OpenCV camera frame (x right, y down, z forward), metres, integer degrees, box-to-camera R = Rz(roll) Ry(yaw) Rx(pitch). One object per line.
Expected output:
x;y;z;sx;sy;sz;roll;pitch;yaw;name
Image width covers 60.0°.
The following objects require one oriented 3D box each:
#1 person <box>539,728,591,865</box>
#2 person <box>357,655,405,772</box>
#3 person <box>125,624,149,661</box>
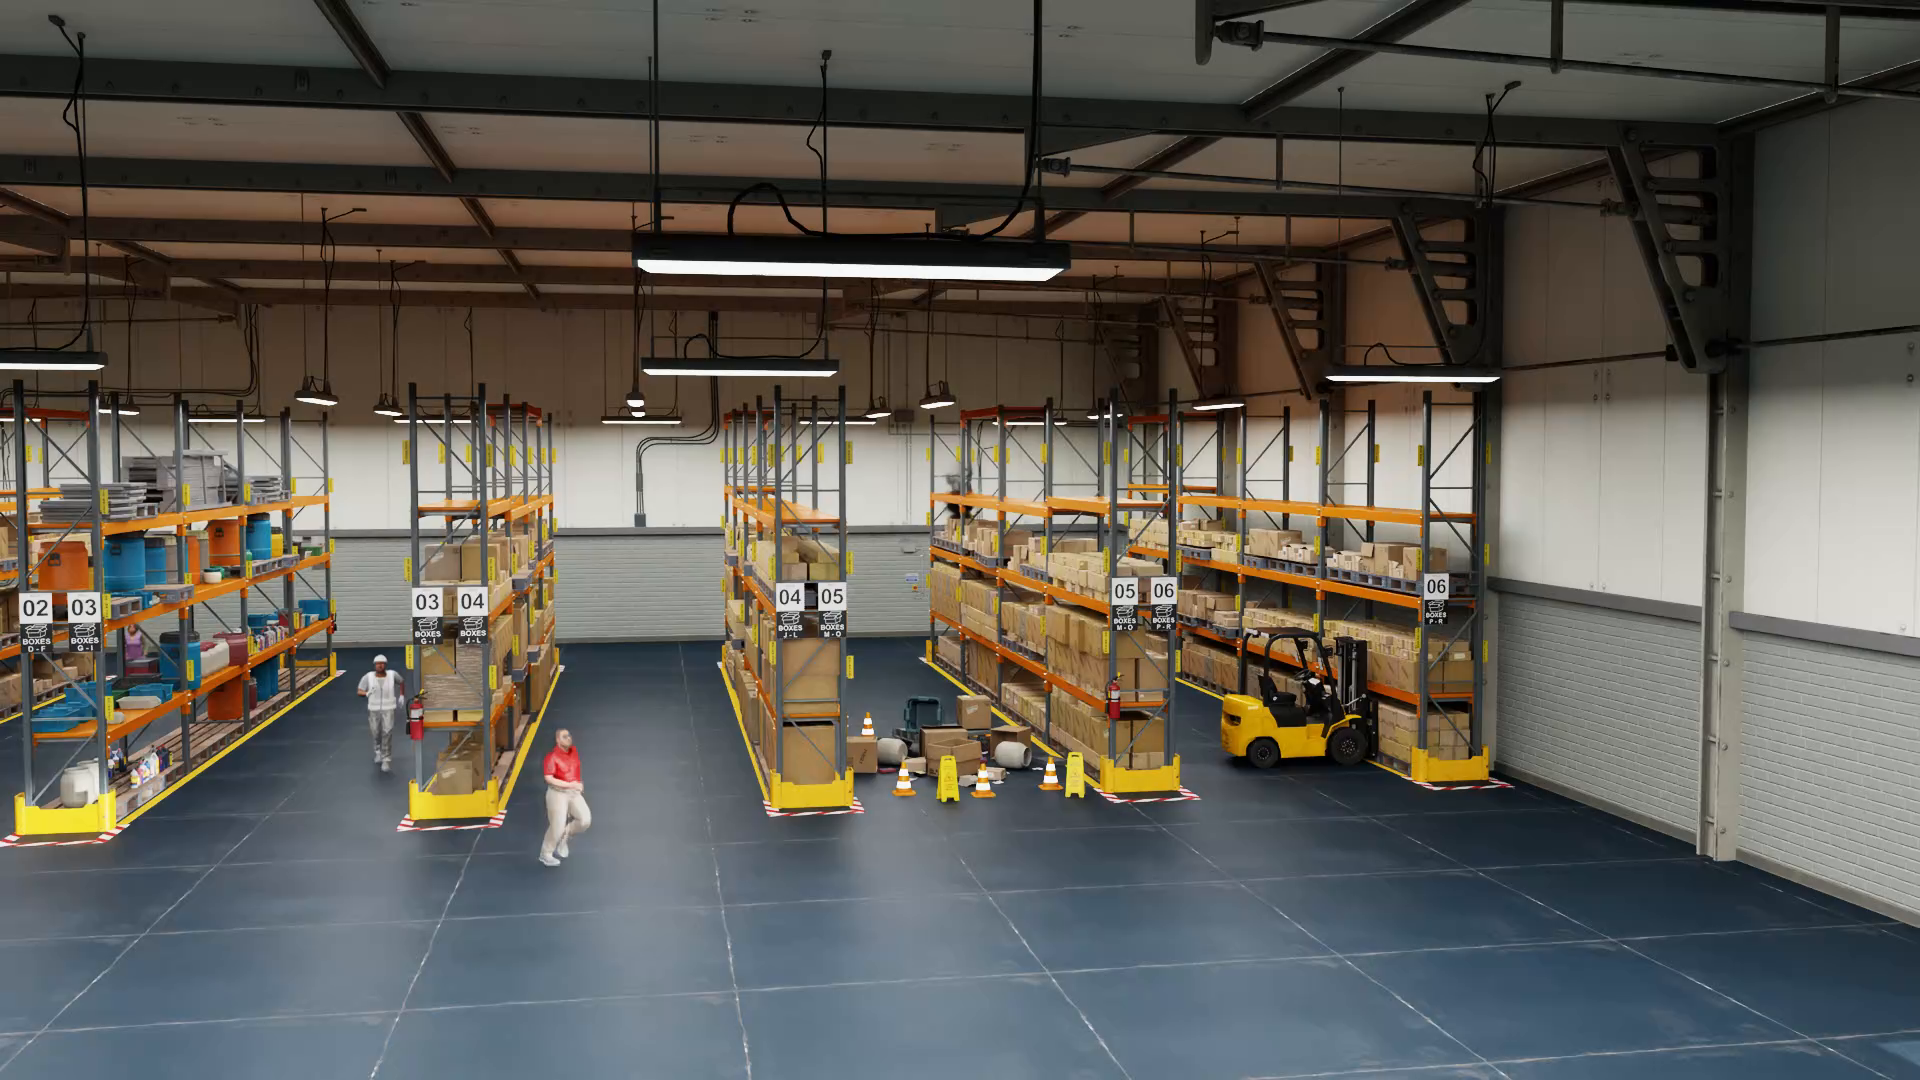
-4.796;3.127;20.285;0.757;1.683;0.683;2;3;33;person
-9.267;2.736;26.612;0.704;1.813;0.906;-1;3;-14;person
-17.076;2.489;34.375;0.546;1.557;0.567;-1;3;-18;person
